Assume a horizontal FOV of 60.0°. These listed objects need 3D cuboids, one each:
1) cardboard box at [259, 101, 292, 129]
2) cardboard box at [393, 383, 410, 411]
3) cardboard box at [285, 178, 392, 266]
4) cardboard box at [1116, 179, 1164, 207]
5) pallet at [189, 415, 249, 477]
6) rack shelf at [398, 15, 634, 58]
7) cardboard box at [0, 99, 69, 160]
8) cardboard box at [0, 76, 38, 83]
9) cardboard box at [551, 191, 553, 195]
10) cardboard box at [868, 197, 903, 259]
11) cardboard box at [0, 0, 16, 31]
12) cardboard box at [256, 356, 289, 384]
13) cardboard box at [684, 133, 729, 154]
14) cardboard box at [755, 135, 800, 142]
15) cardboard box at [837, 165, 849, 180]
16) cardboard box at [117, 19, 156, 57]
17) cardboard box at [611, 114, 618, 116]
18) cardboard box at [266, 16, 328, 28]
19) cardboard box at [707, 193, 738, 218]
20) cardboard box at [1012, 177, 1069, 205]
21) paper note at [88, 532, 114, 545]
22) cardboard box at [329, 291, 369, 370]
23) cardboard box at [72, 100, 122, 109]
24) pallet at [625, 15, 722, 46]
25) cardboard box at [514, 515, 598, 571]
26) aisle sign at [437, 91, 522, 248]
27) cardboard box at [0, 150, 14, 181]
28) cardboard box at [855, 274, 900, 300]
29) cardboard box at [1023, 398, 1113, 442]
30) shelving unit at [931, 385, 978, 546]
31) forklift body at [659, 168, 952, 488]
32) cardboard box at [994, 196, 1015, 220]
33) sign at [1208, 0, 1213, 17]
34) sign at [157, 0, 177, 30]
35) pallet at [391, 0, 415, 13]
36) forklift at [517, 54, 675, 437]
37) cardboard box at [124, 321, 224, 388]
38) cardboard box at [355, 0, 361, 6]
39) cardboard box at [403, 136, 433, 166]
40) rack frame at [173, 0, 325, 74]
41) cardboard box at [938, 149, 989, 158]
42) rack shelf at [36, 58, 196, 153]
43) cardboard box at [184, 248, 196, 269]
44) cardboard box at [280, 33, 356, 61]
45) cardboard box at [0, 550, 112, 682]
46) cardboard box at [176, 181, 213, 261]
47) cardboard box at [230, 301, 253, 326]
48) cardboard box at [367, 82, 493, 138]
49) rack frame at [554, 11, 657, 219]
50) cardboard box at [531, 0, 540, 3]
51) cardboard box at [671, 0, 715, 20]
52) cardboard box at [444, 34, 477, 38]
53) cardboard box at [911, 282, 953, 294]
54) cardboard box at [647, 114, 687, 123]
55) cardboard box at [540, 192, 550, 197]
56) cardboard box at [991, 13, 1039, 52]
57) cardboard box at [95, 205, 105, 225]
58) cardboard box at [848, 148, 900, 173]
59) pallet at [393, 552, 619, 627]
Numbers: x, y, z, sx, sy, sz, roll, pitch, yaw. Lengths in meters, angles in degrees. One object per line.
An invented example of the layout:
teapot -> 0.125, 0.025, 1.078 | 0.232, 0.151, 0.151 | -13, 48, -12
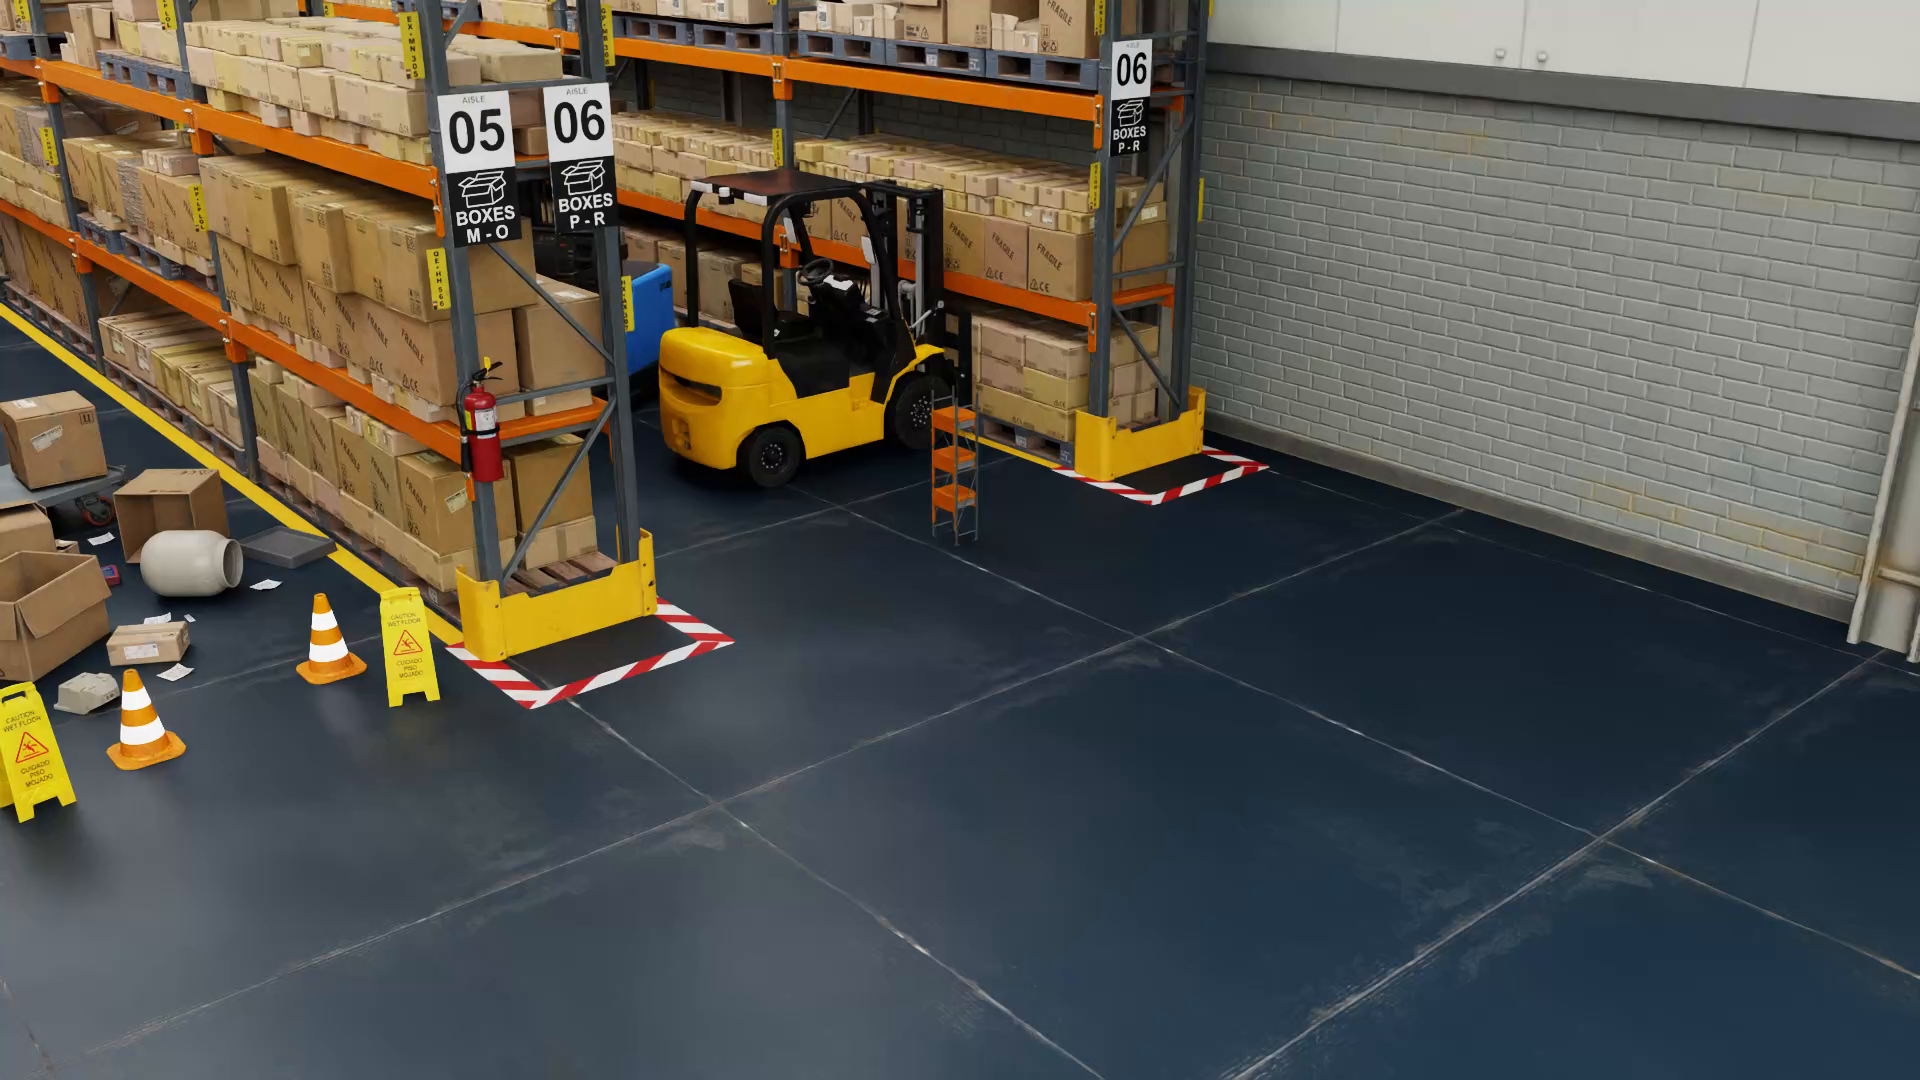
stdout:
cardboard box -> -4.181, -2.704, 10.507 | 0.380, 0.149, 0.250 | -18, 28, -38
cardboard box -> -3.170, -0.896, 10.003 | 0.380, 0.149, 0.250 | -18, 28, -38
cardboard box -> -3.818, -2.010, 10.586 | 0.700, 0.500, 0.500 | -18, 27, -38
cardboard box -> 1.337, -2.654, 12.713 | 0.380, 0.149, 0.250 | -18, 28, -38
pallet -> -5.483, -0.862, 13.396 | 1.003, 0.211, 1.213 | -17, 27, -37
rack shelf -> -5.133, -5.848, 19.176 | 1.077, 0.370, 4.000 | -17, 27, -37
cardboard box -> -8.781, -3.922, 15.877 | 0.500, 0.500, 0.500 | -17, 27, -37
cardboard box -> -10.324, -4.858, 18.265 | 0.500, 0.500, 0.500 | -17, 27, -37
cardboard box -> -4.622, -4.073, 19.732 | 0.380, 0.149, 0.250 | -18, 28, -39
cardboard box -> -0.440, -2.711, 14.155 | 0.500, 0.500, 0.500 | -18, 28, -38
cardboard box -> -8.375, -4.918, 15.102 | 0.700, 0.500, 0.500 | -19, 28, -40
cardboard box -> -4.757, -1.236, 11.804 | 0.380, 0.149, 0.250 | -17, 27, -37
cardboard box -> -2.464, -3.865, 16.212 | 0.380, 0.149, 0.250 | -17, 27, -37
cardboard box -> -1.763, -3.847, 16.166 | 0.380, 0.149, 0.250 | -18, 28, -38
cardboard box -> -0.846, -3.190, 14.489 | 0.380, 0.149, 0.250 | -18, 27, -38
cardboard box -> -6.124, -3.877, 12.788 | 0.500, 0.250, 0.500 | -17, 27, -37
cardboard box -> -3.842, -4.424, 17.640 | 0.380, 0.149, 0.250 | -16, 27, -36
cardboard box -> -4.602, -3.561, 11.602 | 0.380, 0.149, 0.250 | -17, 27, -36
cardboard box -> -2.076, -3.273, 15.934 | 0.500, 0.250, 0.500 | -18, 27, -38
cardboard box -> 0.625, -2.686, 12.794 | 0.380, 0.149, 0.250 | -17, 27, -36
paper note -> -5.921, -0.011, 11.470 | 0.148, 0.019, 0.142 | -17, 27, -37
cardboard box -> -3.574, -1.389, 10.372 | 0.500, 0.500, 0.500 | -18, 27, -38
cardboard box -> -8.053, -3.892, 15.801 | 0.500, 0.500, 0.500 | -17, 27, -37
pallet -> -2.584, -5.068, 16.457 | 1.003, 0.211, 1.213 | -16, 26, -35
cardboard box -> -2.680, -0.045, 10.680 | 0.500, 0.250, 0.500 | -18, 28, -38
aisle sign -> -2.542, -1.965, 8.824 | 0.394, 0.787, 0.004 | -17, 27, -37
cardboard box -> -9.120, -3.708, 16.359 | 0.500, 0.250, 0.500 | -18, 28, -39
cardboard box -> -0.812, -2.157, 14.703 | 0.500, 0.250, 0.500 | -17, 27, -37
cardboard box -> 0.849, -0.993, 13.102 | 0.500, 0.250, 0.500 | -17, 27, -37
shelving unit -> -0.035, -0.504, 11.330 | 0.215, 1.050, 0.252 | -17, 27, -37
forklift body -> -1.225, -1.718, 12.921 | 2.313, 2.155, 1.214 | -17, 27, -37
cardboard box -> 0.491, -2.622, 13.039 | 0.380, 0.149, 0.250 | -18, 27, -38
sign -> 1.819, -3.995, 12.150 | 0.100, 0.325, 0.005 | -17, 27, -37
sign -> -5.392, -3.634, 11.286 | 0.100, 0.325, 0.005 | -17, 27, -37
pallet -> -6.066, -6.451, 19.987 | 1.213, 0.211, 1.003 | -17, 27, -37
forklift -> -3.454, -2.361, 13.494 | 1.130, 2.935, 3.031 | 6, 22, 15
cardboard box -> -6.736, -1.663, 14.643 | 0.950, 0.372, 0.625 | -18, 28, -38
cardboard box -> -7.532, -6.942, 21.327 | 0.380, 0.149, 0.250 | -16, 27, -36
cardboard box -> -2.808, -2.153, 9.098 | 0.380, 0.149, 0.250 | -17, 27, -37
rack frame -> -4.974, -4.739, 11.245 | 1.000, 3.000, 0.127 | -17, 27, -37
cardboard box -> 0.033, -3.238, 14.204 | 0.380, 0.149, 0.250 | -18, 28, -38
rack shelf -> -6.280, -3.560, 13.334 | 1.077, 0.370, 4.000 | -17, 27, -37
cardboard box -> -5.678, -2.178, 12.701 | 0.380, 0.149, 0.250 | -18, 28, -39
cardboard box -> -3.938, -3.022, 10.226 | 0.380, 0.149, 0.250 | -17, 27, -36
cardboard box -> -5.428, 0.439, 9.673 | 0.637, 0.503, 0.797 | 3, 22, 9
cardboard box -> -5.450, -2.400, 12.377 | 0.500, 0.500, 0.500 | -18, 28, -38
cardboard box -> -5.012, -1.666, 11.968 | 0.380, 0.149, 0.250 | -18, 27, -38
cardboard box -> -2.901, -2.383, 9.141 | 0.500, 0.250, 0.500 | -18, 28, -38
rack frame -> -3.827, -4.234, 18.181 | 1.000, 3.000, 0.127 | -17, 27, -37
cardboard box -> -4.395, -5.863, 17.887 | 0.380, 0.149, 0.250 | -18, 28, -39
cardboard box -> -2.374, -5.080, 15.637 | 0.500, 0.311, 0.500 | -19, 28, -39
cardboard box -> -3.184, -3.013, 10.201 | 0.380, 0.149, 0.250 | -17, 27, -36
cardboard box -> -0.086, -2.140, 14.659 | 0.500, 0.250, 0.500 | -17, 27, -37
cardboard box -> -3.083, -4.409, 17.601 | 0.380, 0.149, 0.250 | -17, 27, -37
cardboard box -> -4.983, -3.947, 19.412 | 0.380, 0.149, 0.250 | -18, 28, -38
cardboard box -> 0.458, -3.826, 12.499 | 0.396, 0.266, 0.258 | -17, 27, -37
cardboard box -> -7.211, -2.823, 14.347 | 0.380, 0.149, 0.250 | -20, 29, -41
cardboard box -> -0.730, -3.242, 14.215 | 0.380, 0.149, 0.250 | -17, 27, -36
pallet -> -2.916, 0.204, 10.675 | 1.003, 0.211, 1.213 | -17, 27, -37
